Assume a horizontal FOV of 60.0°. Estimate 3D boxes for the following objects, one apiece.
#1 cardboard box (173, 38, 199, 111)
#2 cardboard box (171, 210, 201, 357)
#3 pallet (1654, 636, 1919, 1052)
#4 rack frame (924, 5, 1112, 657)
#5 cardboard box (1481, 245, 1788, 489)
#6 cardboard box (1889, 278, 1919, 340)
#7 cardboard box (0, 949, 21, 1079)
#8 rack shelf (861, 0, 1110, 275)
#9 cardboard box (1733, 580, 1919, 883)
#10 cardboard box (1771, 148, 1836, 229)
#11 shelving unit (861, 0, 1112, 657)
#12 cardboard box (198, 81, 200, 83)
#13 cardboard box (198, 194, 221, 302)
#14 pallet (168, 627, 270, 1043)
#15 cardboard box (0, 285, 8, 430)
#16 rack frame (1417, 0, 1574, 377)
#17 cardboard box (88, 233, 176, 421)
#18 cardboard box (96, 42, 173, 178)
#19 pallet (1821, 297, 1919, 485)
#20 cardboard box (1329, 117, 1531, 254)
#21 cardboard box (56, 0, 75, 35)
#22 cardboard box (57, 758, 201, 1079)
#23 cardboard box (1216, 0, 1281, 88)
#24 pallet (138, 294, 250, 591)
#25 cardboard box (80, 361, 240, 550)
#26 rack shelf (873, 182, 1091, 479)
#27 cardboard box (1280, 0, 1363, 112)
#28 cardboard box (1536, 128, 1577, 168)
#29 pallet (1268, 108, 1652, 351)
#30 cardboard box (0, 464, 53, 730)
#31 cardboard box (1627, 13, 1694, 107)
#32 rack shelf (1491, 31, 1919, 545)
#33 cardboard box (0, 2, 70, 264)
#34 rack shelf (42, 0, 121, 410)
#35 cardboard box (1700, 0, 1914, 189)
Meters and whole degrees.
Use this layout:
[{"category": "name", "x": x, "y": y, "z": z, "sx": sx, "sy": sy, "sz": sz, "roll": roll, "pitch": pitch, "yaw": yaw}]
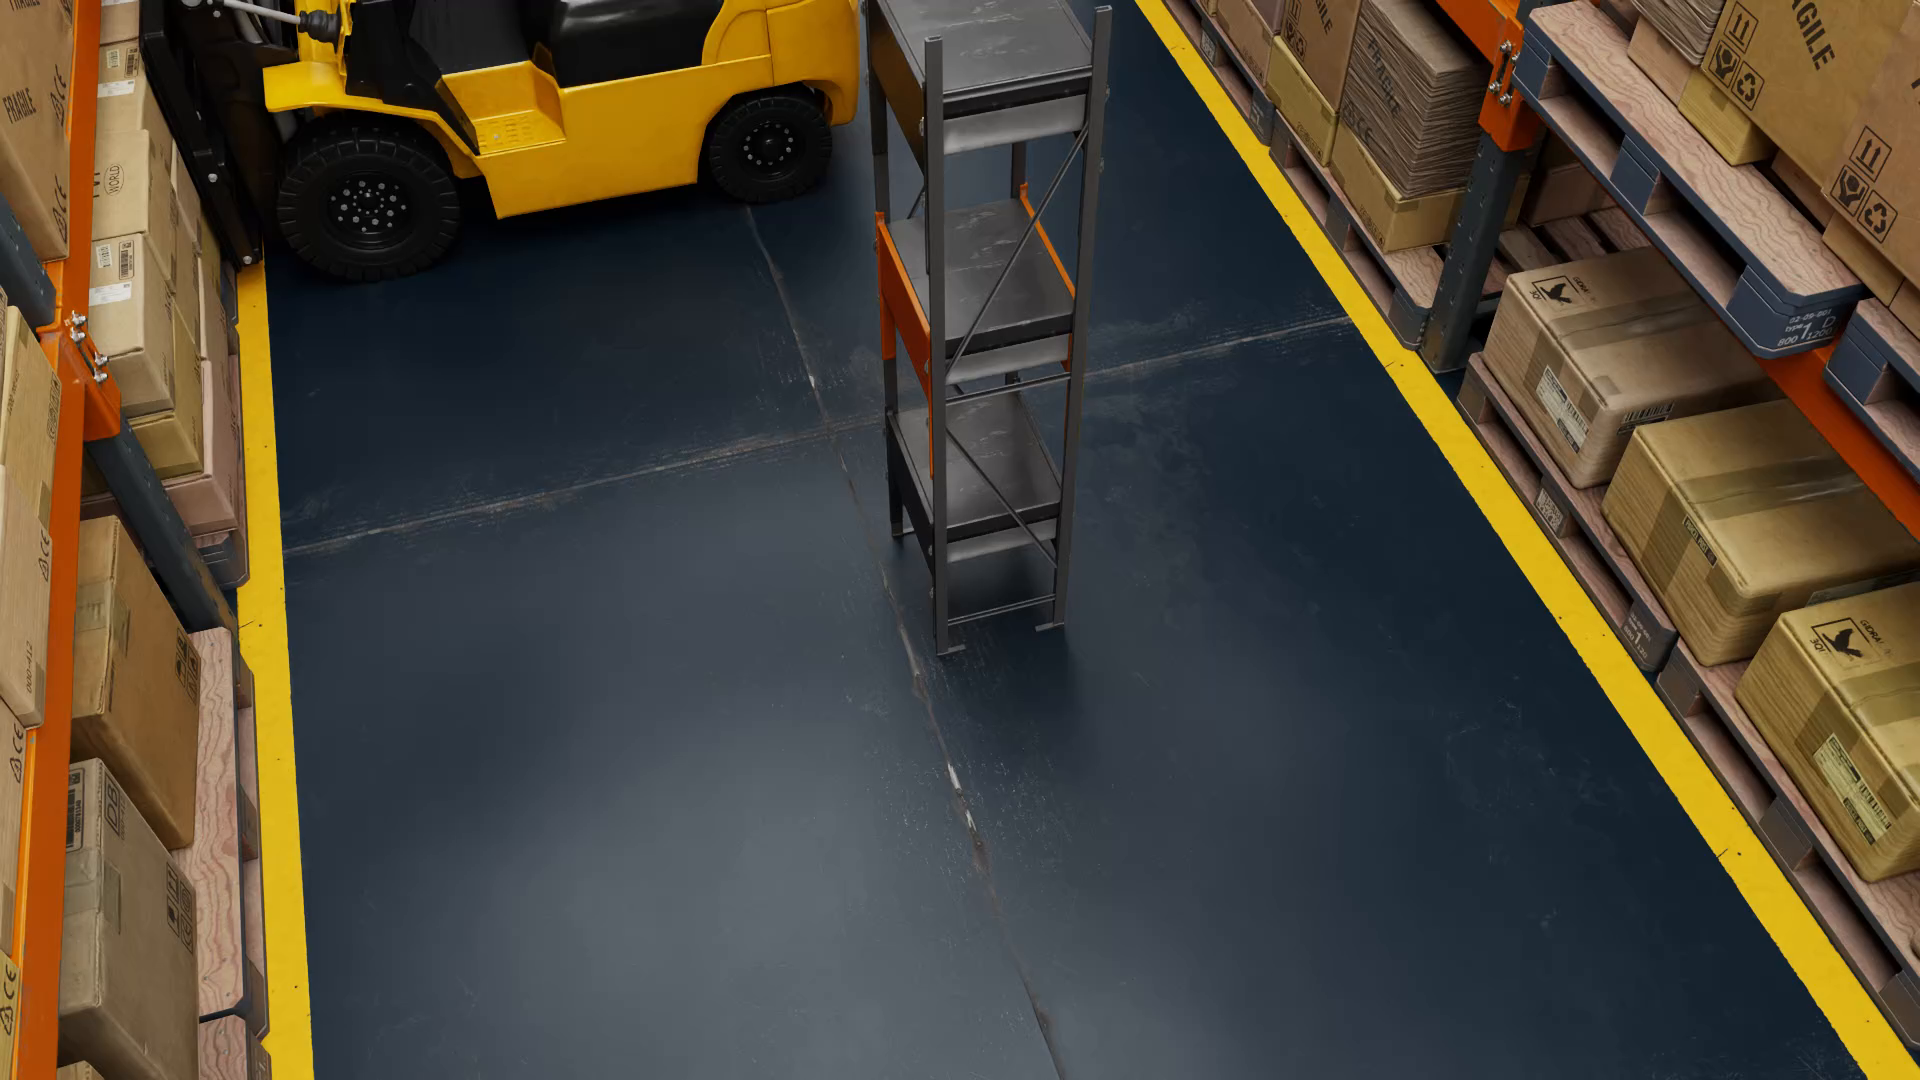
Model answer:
[{"category": "cardboard box", "x": -2.934, "y": -1.502, "z": 5.751, "sx": 0.500, "sy": 0.250, "sz": 0.500, "roll": -13, "pitch": 51, "yaw": -11}, {"category": "cardboard box", "x": -2.648, "y": -0.763, "z": 5.128, "sx": 0.500, "sy": 0.250, "sz": 0.500, "roll": -14, "pitch": 51, "yaw": -11}, {"category": "pallet", "x": 2.688, "y": 0.672, "z": 4.545, "sx": 1.003, "sy": 0.211, "sz": 1.213, "roll": -13, "pitch": 51, "yaw": -11}, {"category": "rack frame", "x": 0.121, "y": -0.378, "z": 4.195, "sx": 0.400, "sy": 2.100, "sz": 0.015, "roll": -13, "pitch": 51, "yaw": -11}, {"category": "cardboard box", "x": 2.249, "y": -0.593, "z": 5.232, "sx": 0.950, "sy": 0.372, "sz": 0.625, "roll": -13, "pitch": 51, "yaw": -11}, {"category": "cardboard box", "x": 2.283, "y": -0.514, "z": 3.611, "sx": 0.380, "sy": 0.149, "sz": 0.250, "roll": -13, "pitch": 51, "yaw": -11}, {"category": "cardboard box", "x": -1.818, "y": 0.906, "z": 2.623, "sx": 0.500, "sy": 0.250, "sz": 0.500, "roll": -12, "pitch": 51, "yaw": -10}, {"category": "rack shelf", "x": 0.049, "y": -0.998, "z": 3.821, "sx": 0.431, "sy": 0.518, "sz": 0.480, "roll": -13, "pitch": 51, "yaw": -11}, {"category": "cardboard box", "x": 2.672, "y": 0.438, "z": 4.363, "sx": 0.950, "sy": 0.372, "sz": 0.625, "roll": -12, "pitch": 51, "yaw": -10}, {"category": "cardboard box", "x": 2.176, "y": -0.893, "z": 3.930, "sx": 0.380, "sy": 0.149, "sz": 0.250, "roll": -10, "pitch": 51, "yaw": -9}, {"category": "shelving unit", "x": 0.049, "y": -0.556, "z": 4.345, "sx": 0.431, "sy": 2.100, "sz": 0.503, "roll": -13, "pitch": 51, "yaw": -11}, {"category": "cardboard box", "x": -3.114, "y": -1.728, "z": 6.269, "sx": 0.500, "sy": 0.250, "sz": 0.500, "roll": -13, "pitch": 51, "yaw": -11}, {"category": "cardboard box", "x": -2.807, "y": -0.979, "z": 5.637, "sx": 0.500, "sy": 0.250, "sz": 0.500, "roll": -13, "pitch": 51, "yaw": -10}, {"category": "pallet", "x": -2.394, "y": 0.866, "z": 4.382, "sx": 1.003, "sy": 0.211, "sz": 1.213, "roll": -13, "pitch": 51, "yaw": -11}, {"category": "cardboard box", "x": -2.259, "y": -0.374, "z": 3.375, "sx": 0.500, "sy": 0.250, "sz": 0.500, "roll": -14, "pitch": 51, "yaw": -12}, {"category": "rack frame", "x": 2.092, "y": -1.687, "z": 4.711, "sx": 1.000, "sy": 3.000, "sz": 0.127, "roll": -13, "pitch": 51, "yaw": -11}, {"category": "cardboard box", "x": -2.492, "y": -0.558, "z": 4.628, "sx": 0.500, "sy": 0.250, "sz": 0.500, "roll": -14, "pitch": 51, "yaw": -12}, {"category": "cardboard box", "x": -2.792, "y": -1.295, "z": 5.249, "sx": 0.500, "sy": 0.250, "sz": 0.500, "roll": -12, "pitch": 51, "yaw": -10}, {"category": "pallet", "x": 2.650, "y": -0.141, "z": 3.532, "sx": 1.003, "sy": 0.211, "sz": 1.213, "roll": -13, "pitch": 51, "yaw": -11}, {"category": "cardboard box", "x": 1.660, "y": -1.308, "z": 5.914, "sx": 0.500, "sy": 0.250, "sz": 0.500, "roll": -11, "pitch": 51, "yaw": -9}, {"category": "cardboard box", "x": -2.851, "y": -1.724, "z": 4.676, "sx": 0.500, "sy": 0.500, "sz": 0.500, "roll": -14, "pitch": 51, "yaw": -11}, {"category": "cardboard box", "x": -2.262, "y": 1.015, "z": 3.711, "sx": 0.875, "sy": 0.625, "sz": 0.625, "roll": -14, "pitch": 51, "yaw": -11}, {"category": "cardboard box", "x": 1.347, "y": -2.067, "z": 6.554, "sx": 0.500, "sy": 0.250, "sz": 0.500, "roll": -13, "pitch": 51, "yaw": -10}, {"category": "pallet", "x": -2.844, "y": -0.254, "z": 5.326, "sx": 1.003, "sy": 0.211, "sz": 1.213, "roll": -13, "pitch": 51, "yaw": -11}, {"category": "cardboard box", "x": -2.476, "y": -0.240, "z": 5.014, "sx": 0.500, "sy": 0.250, "sz": 0.500, "roll": -13, "pitch": 51, "yaw": -11}, {"category": "rack shelf", "x": 0.049, "y": -0.547, "z": 4.356, "sx": 0.431, "sy": 0.518, "sz": 0.480, "roll": -13, "pitch": 51, "yaw": -11}, {"category": "cardboard box", "x": 1.508, "y": -1.921, "z": 5.941, "sx": 0.500, "sy": 0.500, "sz": 0.500, "roll": -12, "pitch": 51, "yaw": -10}, {"category": "cardboard box", "x": 2.175, "y": -1.670, "z": 5.729, "sx": 0.500, "sy": 0.500, "sz": 0.500, "roll": -11, "pitch": 51, "yaw": -9}, {"category": "pallet", "x": 1.859, "y": -1.271, "z": 6.184, "sx": 1.003, "sy": 0.211, "sz": 1.213, "roll": -13, "pitch": 51, "yaw": -11}, {"category": "cardboard box", "x": -2.096, "y": 0.161, "z": 3.251, "sx": 0.500, "sy": 0.250, "sz": 0.500, "roll": -14, "pitch": 51, "yaw": -11}, {"category": "cardboard box", "x": 1.953, "y": -1.267, "z": 4.246, "sx": 0.380, "sy": 0.149, "sz": 0.250, "roll": -13, "pitch": 51, "yaw": -10}, {"category": "rack shelf", "x": 2.683, "y": 0.005, "z": 3.754, "sx": 1.077, "sy": 0.370, "sz": 4.000, "roll": -13, "pitch": 51, "yaw": -11}, {"category": "cardboard box", "x": -2.531, "y": -0.978, "z": 4.047, "sx": 0.500, "sy": 0.500, "sz": 0.500, "roll": -15, "pitch": 51, "yaw": -12}, {"category": "rack shelf", "x": -3.240, "y": -1.791, "z": 5.269, "sx": 1.077, "sy": 0.370, "sz": 4.000, "roll": -13, "pitch": 51, "yaw": -11}, {"category": "cardboard box", "x": 2.105, "y": -1.178, "z": 3.747, "sx": 0.500, "sy": 0.500, "sz": 0.500, "roll": -13, "pitch": 51, "yaw": -11}]
